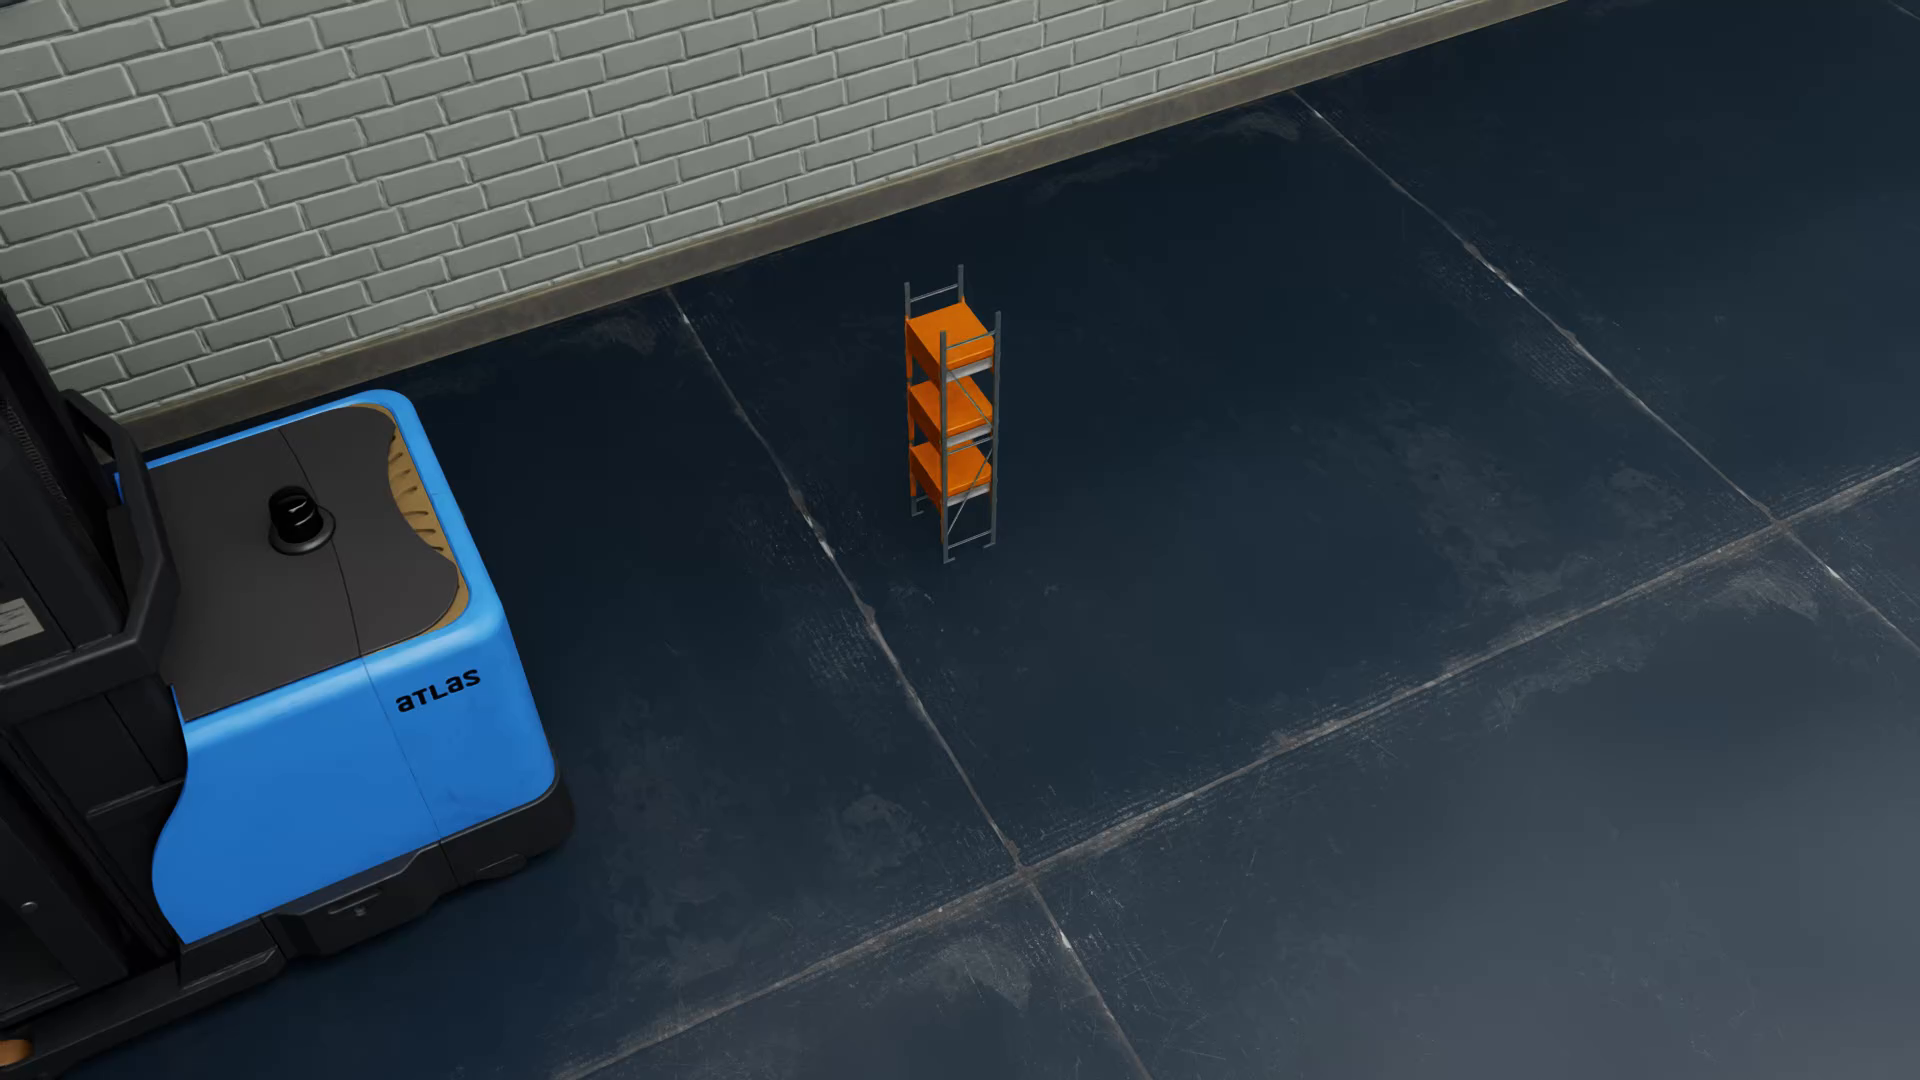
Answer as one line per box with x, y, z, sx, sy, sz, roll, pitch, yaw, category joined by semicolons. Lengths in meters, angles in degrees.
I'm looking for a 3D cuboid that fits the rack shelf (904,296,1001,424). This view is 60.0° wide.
-0.024;-0.561;5.181;0.215;0.259;0.240;-21;52;-18;rack shelf

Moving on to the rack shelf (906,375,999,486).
-0.024;-0.374;5.394;0.215;0.259;0.240;-21;52;-18;rack shelf

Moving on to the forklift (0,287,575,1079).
-2.689;0.131;3.688;3.031;2.935;1.130;-22;52;-18;forklift

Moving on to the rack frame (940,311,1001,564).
0.031;-0.300;5.315;0.200;1.050;0.008;-21;52;-18;rack frame

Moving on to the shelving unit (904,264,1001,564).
-0.024;-0.381;5.386;0.215;1.050;0.252;-21;52;-18;shelving unit

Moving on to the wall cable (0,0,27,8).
-3.801;-1.921;3.515;3.097;2.526;0.112;-21;52;-18;wall cable

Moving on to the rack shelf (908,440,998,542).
-0.024;-0.191;5.603;0.215;0.259;0.240;-21;52;-18;rack shelf

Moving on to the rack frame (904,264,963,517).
-0.080;-0.463;5.458;0.200;1.050;0.008;-21;52;-18;rack frame
